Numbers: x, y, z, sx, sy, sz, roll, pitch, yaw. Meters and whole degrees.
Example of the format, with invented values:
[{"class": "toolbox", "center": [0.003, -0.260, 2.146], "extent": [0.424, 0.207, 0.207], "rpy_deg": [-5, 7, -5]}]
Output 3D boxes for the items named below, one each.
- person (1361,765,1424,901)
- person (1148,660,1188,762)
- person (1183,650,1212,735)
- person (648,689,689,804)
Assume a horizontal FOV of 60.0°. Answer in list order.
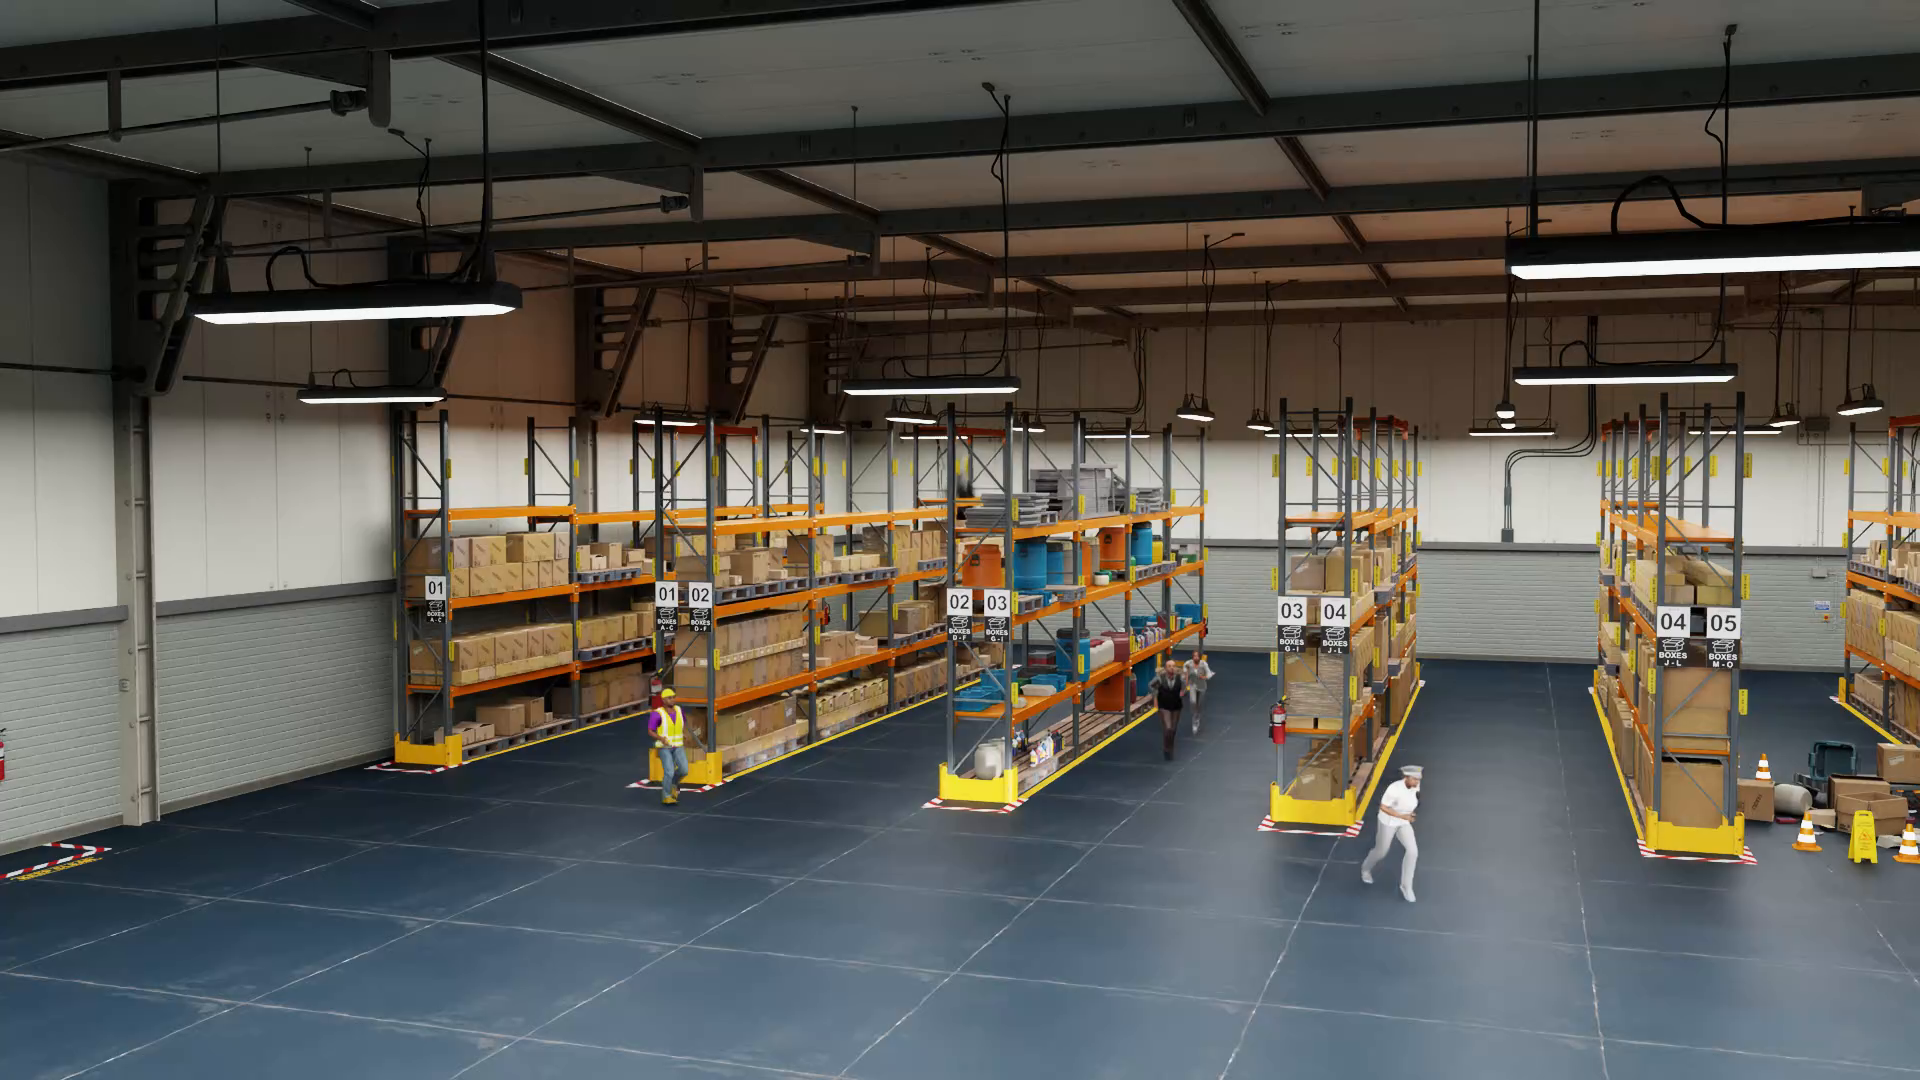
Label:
[{"class": "person", "center": [5.097, 3.401, 19.614], "extent": [0.619, 1.623, 0.979], "rpy_deg": [-1, 3, -26]}, {"class": "person", "center": [3.586, 2.937, 28.523], "extent": [0.658, 1.757, 0.797], "rpy_deg": [0, 2, -6]}, {"class": "person", "center": [4.517, 2.864, 31.673], "extent": [0.536, 1.596, 0.889], "rpy_deg": [0, 2, 6]}, {"class": "person", "center": [-4.286, 3.070, 24.727], "extent": [0.674, 1.719, 0.565], "rpy_deg": [-2, 3, -38]}]
